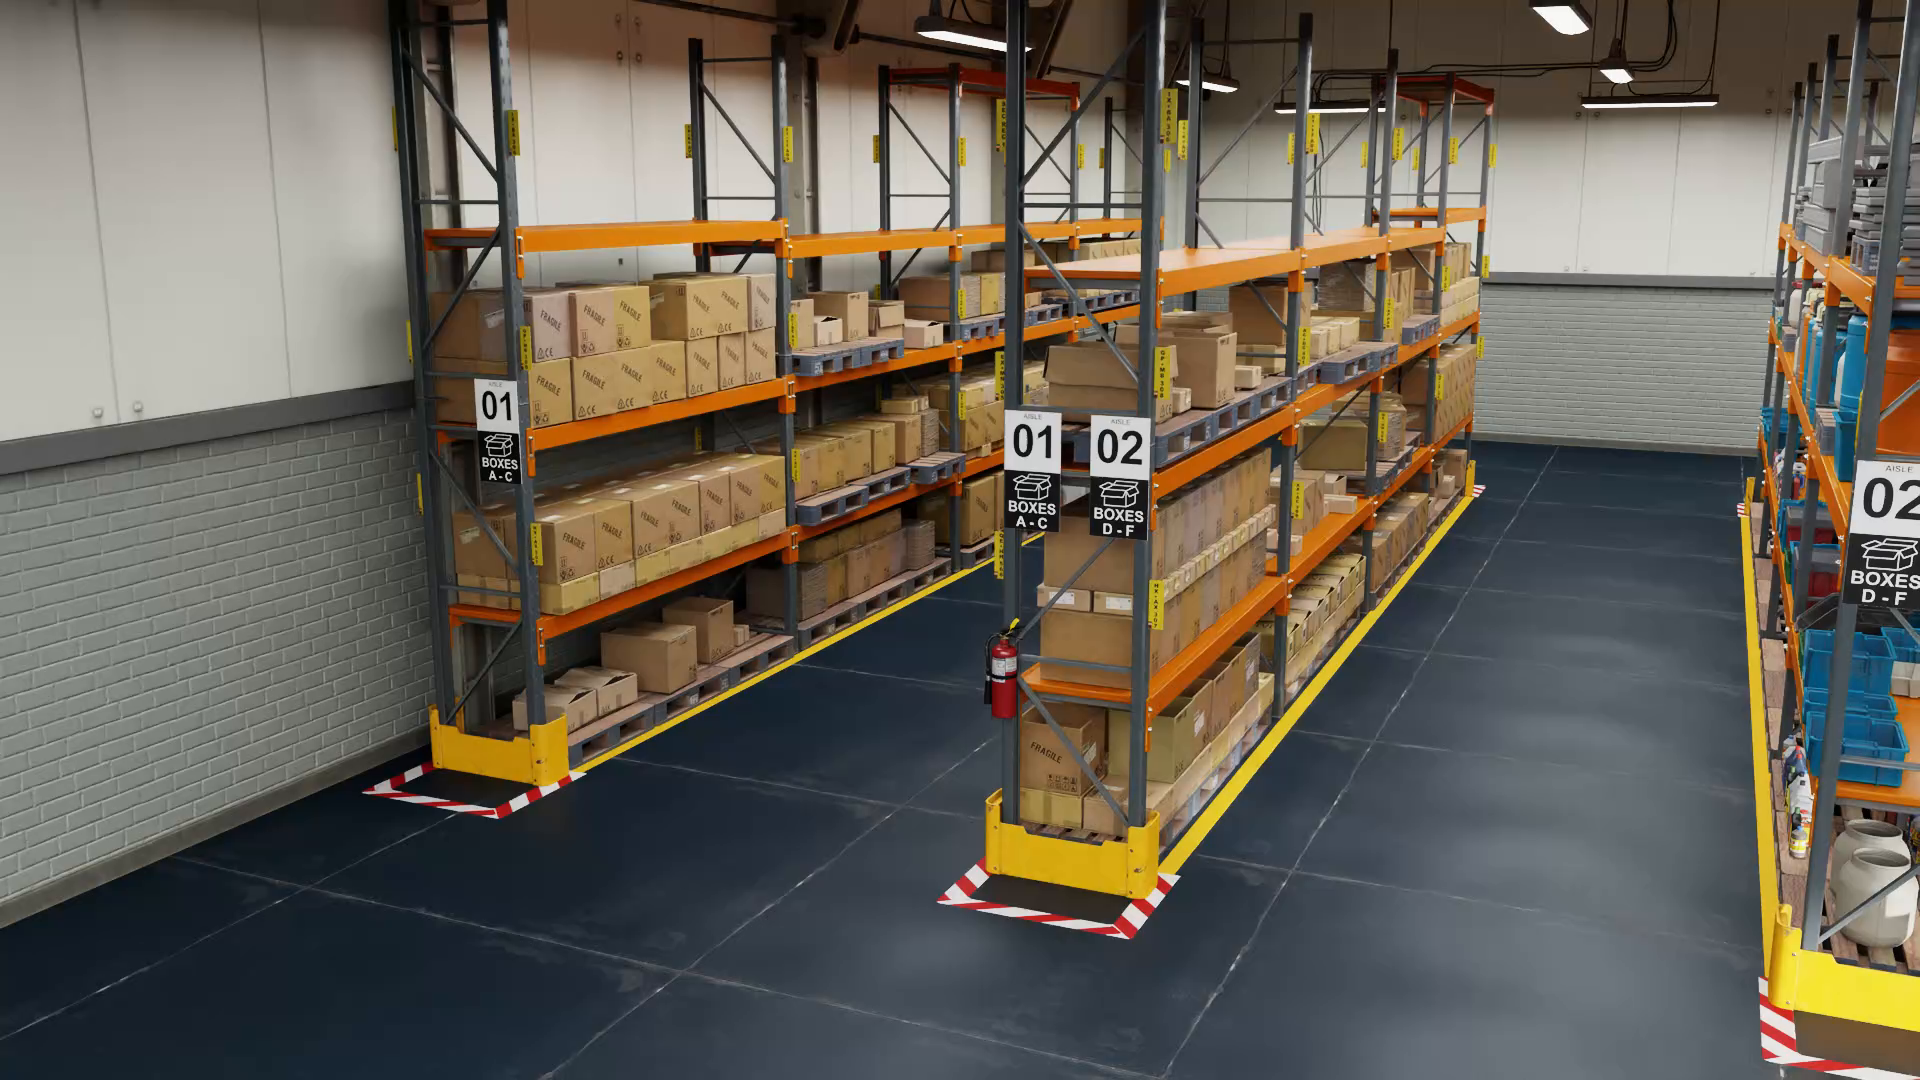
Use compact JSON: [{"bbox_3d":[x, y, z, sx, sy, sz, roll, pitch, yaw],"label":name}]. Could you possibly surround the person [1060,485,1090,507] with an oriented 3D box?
[{"bbox_3d":[1.322,-0.162,18.580,0.563,1.794,0.484,8,14,32],"label":"person"}]
